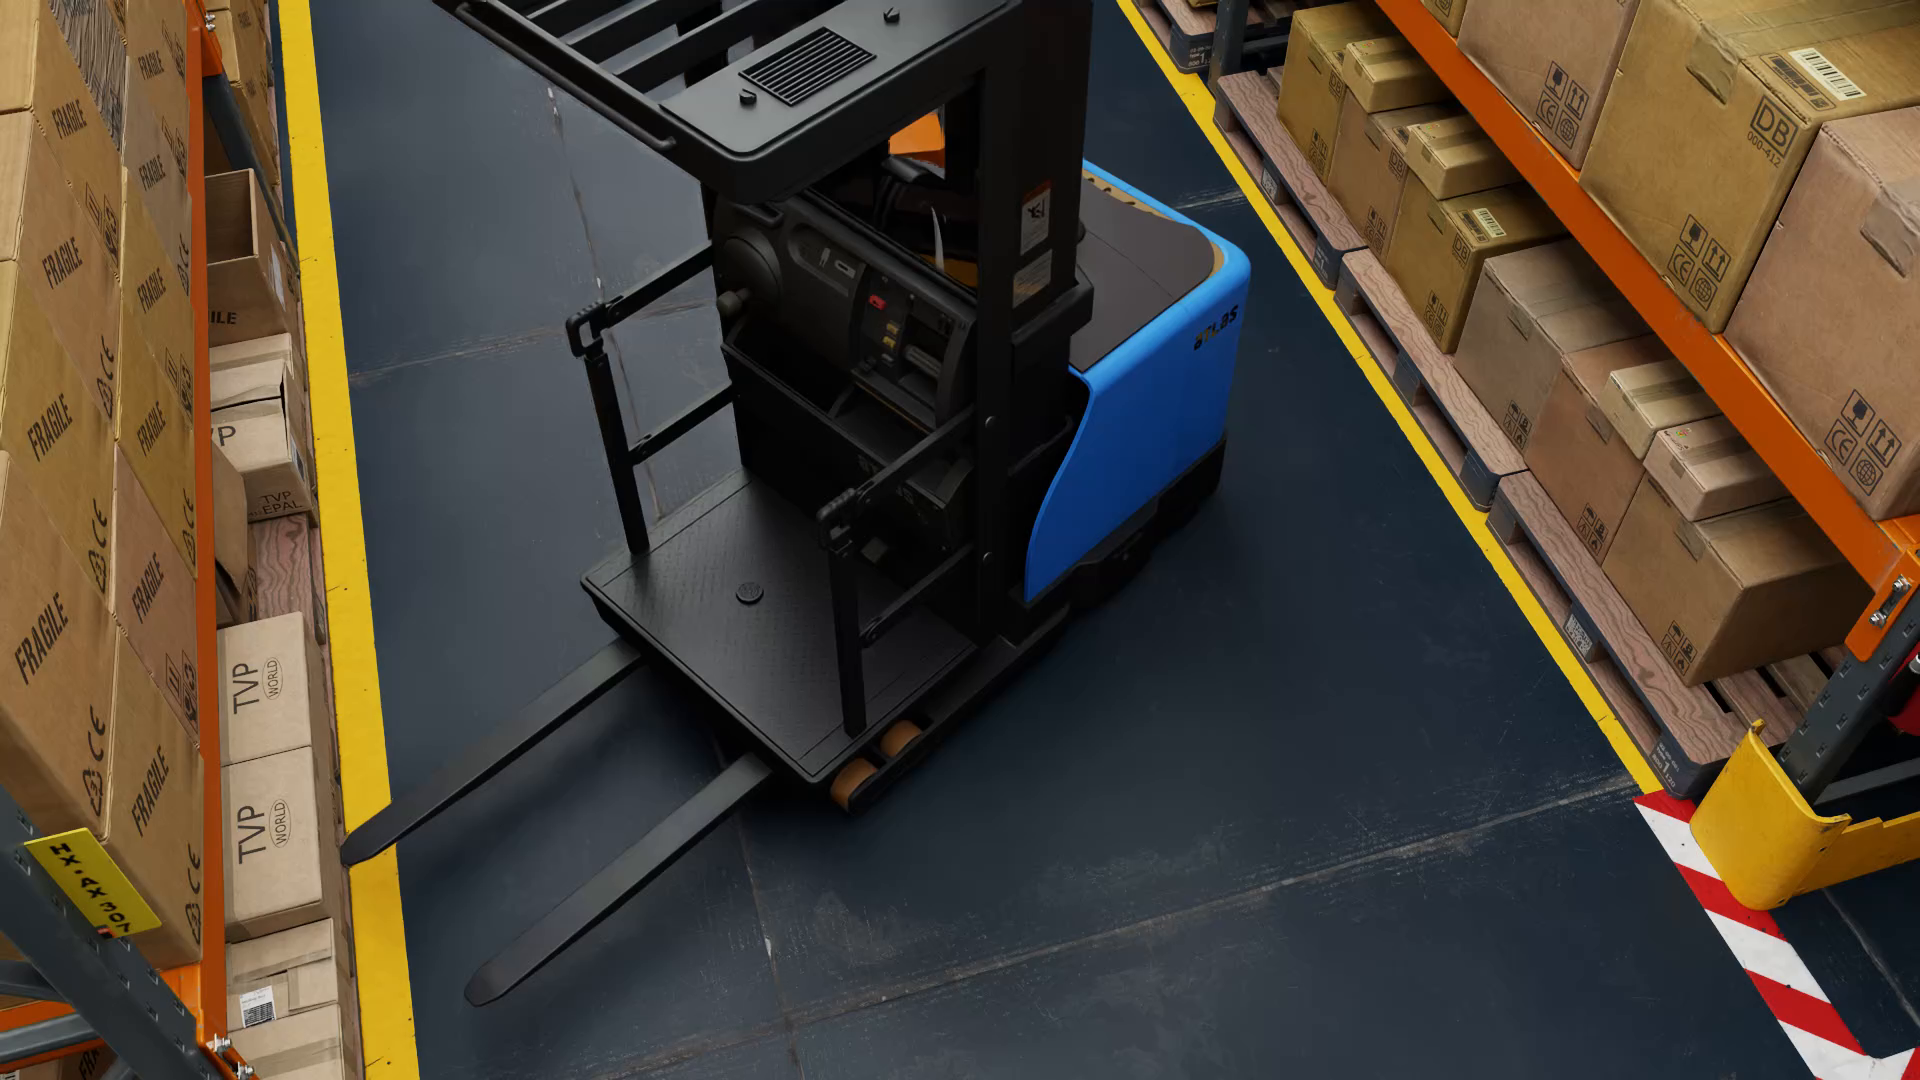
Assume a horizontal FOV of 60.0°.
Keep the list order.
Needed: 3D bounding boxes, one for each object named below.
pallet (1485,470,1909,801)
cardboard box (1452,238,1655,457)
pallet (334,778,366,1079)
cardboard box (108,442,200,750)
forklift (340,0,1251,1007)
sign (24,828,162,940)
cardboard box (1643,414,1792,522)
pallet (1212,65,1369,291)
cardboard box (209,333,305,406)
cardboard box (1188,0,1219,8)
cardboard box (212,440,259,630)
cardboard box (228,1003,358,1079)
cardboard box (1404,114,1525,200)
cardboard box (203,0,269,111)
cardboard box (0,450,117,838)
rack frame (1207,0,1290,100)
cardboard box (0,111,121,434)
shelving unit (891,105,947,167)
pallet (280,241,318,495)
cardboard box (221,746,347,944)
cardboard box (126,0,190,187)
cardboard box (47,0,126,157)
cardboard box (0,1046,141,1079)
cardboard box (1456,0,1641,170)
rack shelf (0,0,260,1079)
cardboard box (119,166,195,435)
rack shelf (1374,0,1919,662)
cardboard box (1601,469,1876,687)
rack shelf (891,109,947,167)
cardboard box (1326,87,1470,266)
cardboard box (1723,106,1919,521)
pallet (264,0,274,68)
[{"bbox_3d":[2.475,0.183,5.458,1.003,0.211,1.213,-13,51,-11],"label":"pallet"},{"bbox_3d":[2.186,-0.700,5.739,0.700,0.500,0.500,-15,51,-12],"label":"cardboard box"},{"bbox_3d":[-2.204,1.235,4.571,1.003,0.211,1.213,-13,51,-11],"label":"pallet"},{"bbox_3d":[-1.982,0.182,3.570,0.500,0.500,0.500,-14,51,-11],"label":"cardboard box"},{"bbox_3d":[-0.474,-0.570,4.313,1.130,2.935,3.031,36,59,27],"label":"forklift"},{"bbox_3d":[-1.427,0.571,2.740,0.100,0.325,0.005,-13,51,-11],"label":"sign"},{"bbox_3d":[2.271,-0.229,4.918,0.380,0.149,0.250,-14,51,-11],"label":"cardboard box"},{"bbox_3d":[1.753,-1.599,6.960,1.003,0.211,1.213,-13,51,-11],"label":"pallet"},{"bbox_3d":[-2.520,-0.559,5.836,0.380,0.149,0.250,-13,51,-11],"label":"cardboard box"},{"bbox_3d":[1.287,-2.959,7.414,0.750,0.750,0.750,-13,51,-11],"label":"cardboard box"},{"bbox_3d":[-2.567,0.086,5.061,0.797,0.503,0.637,-13,51,-11],"label":"cardboard box"},{"bbox_3d":[-1.741,1.367,4.213,0.380,0.149,0.250,-13,51,-11],"label":"cardboard box"},{"bbox_3d":[1.808,-1.368,5.877,0.380,0.149,0.250,-15,51,-12],"label":"cardboard box"},{"bbox_3d":[-3.207,-2.080,6.889,0.500,0.500,0.500,-13,51,-10],"label":"cardboard box"},{"bbox_3d":[-1.824,0.235,2.871,0.500,0.500,0.500,-12,51,-10],"label":"cardboard box"},{"bbox_3d":[1.603,-3.071,6.377,1.000,3.000,0.127,-13,51,-11],"label":"rack frame"},{"bbox_3d":[-2.129,-0.512,3.500,0.500,0.500,0.500,-13,51,-10],"label":"cardboard box"},{"bbox_3d":[-0.172,-1.150,6.031,0.252,1.050,0.215,-7,50,-6],"label":"shelving unit"},{"bbox_3d":[-2.926,-0.548,6.074,1.003,0.211,1.213,-13,51,-11],"label":"pallet"},{"bbox_3d":[-1.983,0.891,4.547,0.500,0.250,0.500,-13,51,-11],"label":"cardboard box"},{"bbox_3d":[-2.581,-1.297,4.816,0.500,0.500,0.500,-12,51,-10],"label":"cardboard box"},{"bbox_3d":[-2.428,-1.250,4.123,0.500,0.500,0.500,-13,51,-11],"label":"cardboard box"},{"bbox_3d":[-2.341,1.296,4.043,0.500,0.500,0.500,-13,51,-11],"label":"cardboard box"},{"bbox_3d":[2.183,-1.704,5.029,0.980,0.700,0.700,-16,52,-13],"label":"cardboard box"},{"bbox_3d":[-2.536,-0.256,4.474,1.077,0.370,4.000,-13,51,-11],"label":"rack shelf"},{"bbox_3d":[-2.274,-0.551,4.187,0.500,0.500,0.500,-13,51,-10],"label":"cardboard box"},{"bbox_3d":[2.195,-1.378,5.421,1.077,0.370,4.000,-13,51,-11],"label":"rack shelf"},{"bbox_3d":[2.483,0.032,5.121,0.700,0.500,0.500,-13,51,-11],"label":"cardboard box"},{"bbox_3d":[-0.172,-1.329,5.824,0.240,0.259,0.215,-7,50,-6],"label":"rack shelf"},{"bbox_3d":[1.872,-1.464,6.382,0.700,0.500,0.500,-14,51,-11],"label":"cardboard box"},{"bbox_3d":[2.626,-0.616,4.112,0.980,0.700,0.700,-11,51,-9],"label":"cardboard box"},{"bbox_3d":[-3.769,-2.528,7.743,1.003,0.211,1.213,-13,51,-11],"label":"pallet"}]
